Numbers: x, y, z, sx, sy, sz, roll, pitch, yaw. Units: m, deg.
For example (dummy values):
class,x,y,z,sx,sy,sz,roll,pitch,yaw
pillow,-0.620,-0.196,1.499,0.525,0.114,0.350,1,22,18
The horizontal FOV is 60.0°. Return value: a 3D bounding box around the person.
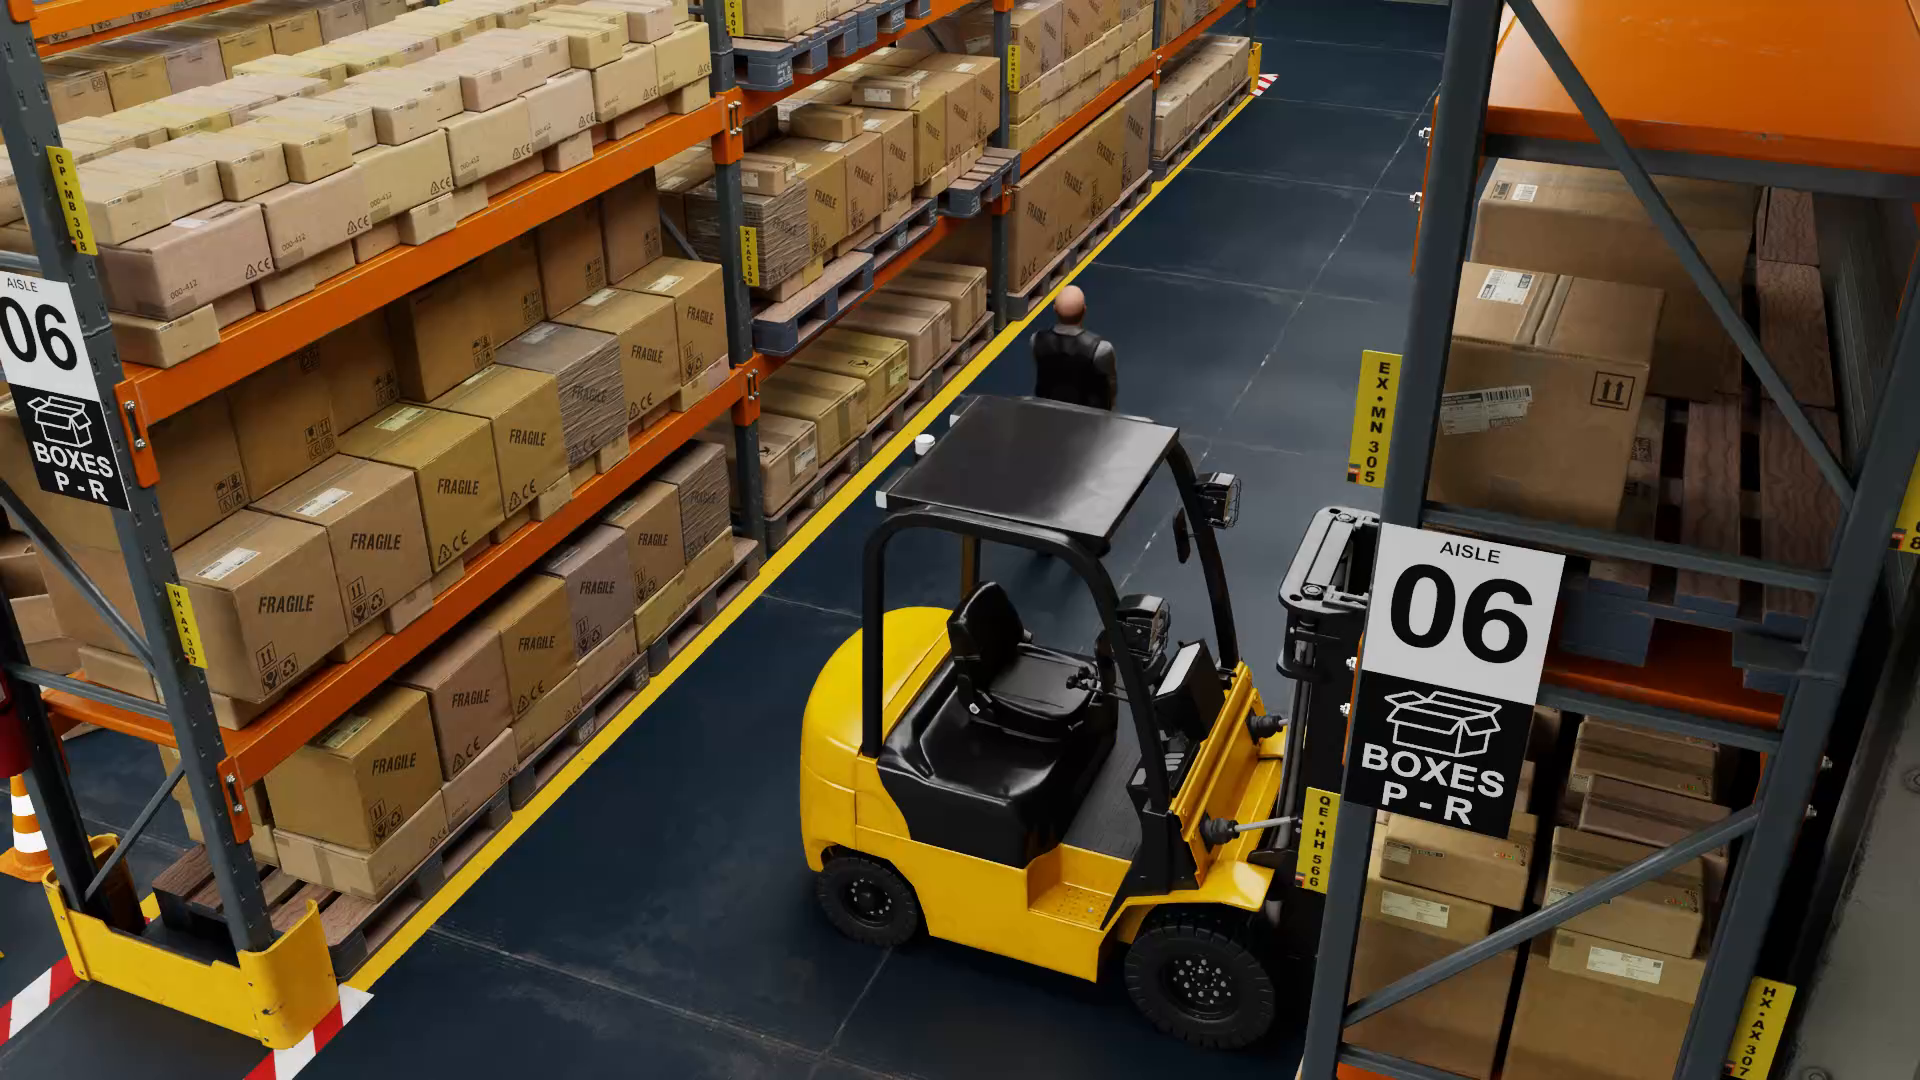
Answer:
class,x,y,z,sx,sy,sz,roll,pitch,yaw
person,0.671,-0.704,9.672,0.501,1.722,0.548,11,31,19
